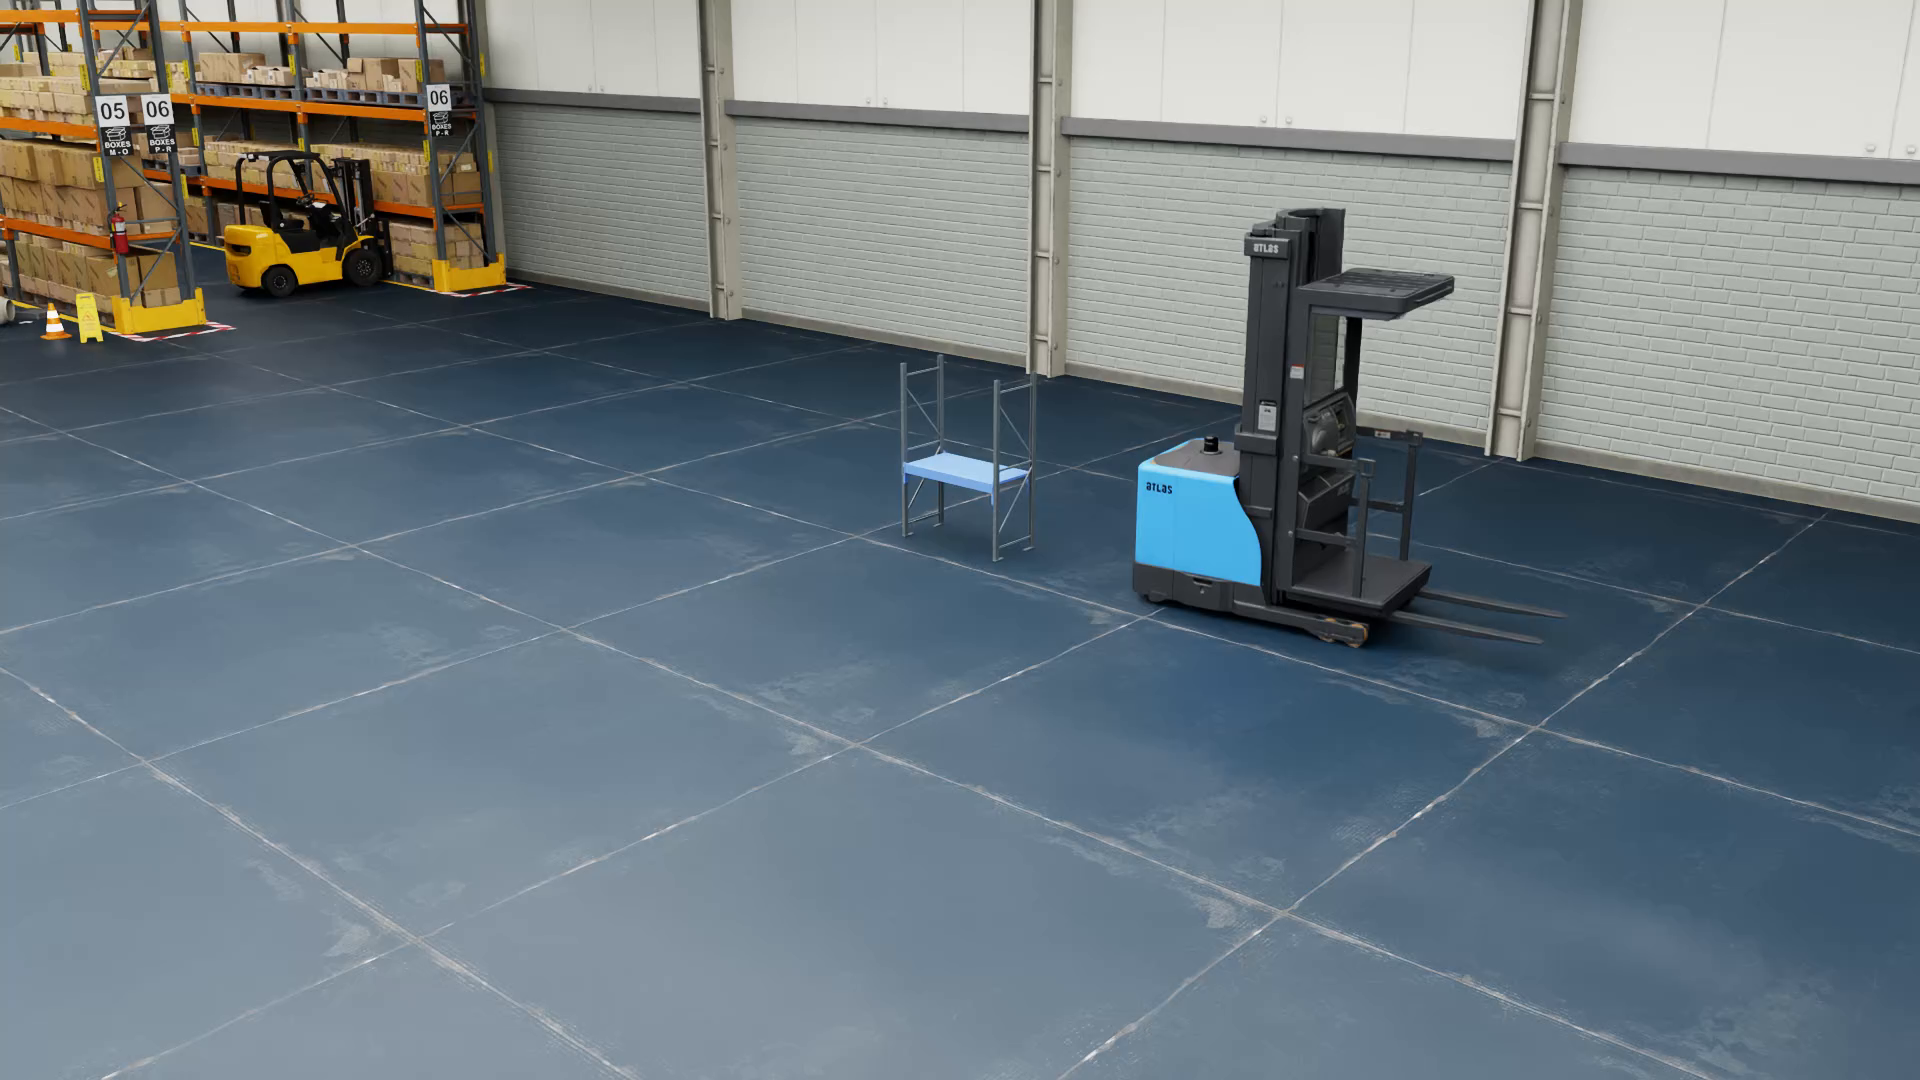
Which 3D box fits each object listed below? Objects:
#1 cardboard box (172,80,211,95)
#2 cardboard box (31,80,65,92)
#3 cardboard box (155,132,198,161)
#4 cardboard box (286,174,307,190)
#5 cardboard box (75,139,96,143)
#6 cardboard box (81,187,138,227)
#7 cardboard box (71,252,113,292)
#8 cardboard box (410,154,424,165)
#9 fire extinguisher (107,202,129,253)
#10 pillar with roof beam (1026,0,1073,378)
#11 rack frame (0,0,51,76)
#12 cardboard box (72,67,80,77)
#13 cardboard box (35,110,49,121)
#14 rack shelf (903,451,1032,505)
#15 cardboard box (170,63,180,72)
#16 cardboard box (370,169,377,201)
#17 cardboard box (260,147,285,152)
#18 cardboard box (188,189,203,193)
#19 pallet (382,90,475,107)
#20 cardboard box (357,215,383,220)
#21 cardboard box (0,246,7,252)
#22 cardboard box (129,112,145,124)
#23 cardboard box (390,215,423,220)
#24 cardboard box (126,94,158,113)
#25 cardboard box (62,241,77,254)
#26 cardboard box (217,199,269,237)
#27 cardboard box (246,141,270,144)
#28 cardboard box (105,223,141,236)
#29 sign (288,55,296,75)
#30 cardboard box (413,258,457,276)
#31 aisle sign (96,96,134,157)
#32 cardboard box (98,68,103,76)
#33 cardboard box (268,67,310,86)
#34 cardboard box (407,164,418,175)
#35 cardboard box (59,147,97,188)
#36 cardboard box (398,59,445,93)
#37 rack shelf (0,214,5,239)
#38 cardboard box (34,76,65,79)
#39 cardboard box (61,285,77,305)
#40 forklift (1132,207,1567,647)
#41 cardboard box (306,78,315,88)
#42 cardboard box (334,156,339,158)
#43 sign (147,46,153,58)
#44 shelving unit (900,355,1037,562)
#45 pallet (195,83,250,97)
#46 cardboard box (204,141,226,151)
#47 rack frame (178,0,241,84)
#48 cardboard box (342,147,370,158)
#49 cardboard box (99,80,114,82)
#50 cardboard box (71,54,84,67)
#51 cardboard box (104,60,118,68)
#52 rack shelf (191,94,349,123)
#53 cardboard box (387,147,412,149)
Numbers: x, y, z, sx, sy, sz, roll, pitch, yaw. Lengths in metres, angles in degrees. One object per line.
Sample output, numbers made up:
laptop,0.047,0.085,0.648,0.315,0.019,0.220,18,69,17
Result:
cardboard box,-14.516,-8.570,31.445,0.500,0.250,0.500,14,22,37
cardboard box,-12.898,-6.425,23.535,0.250,0.149,0.380,16,23,41
cardboard box,-15.315,-7.699,32.546,0.637,0.503,0.797,14,23,38
cardboard box,-11.530,-6.331,29.348,0.500,0.250,0.500,16,23,40
cardboard box,-18.254,-8.284,35.012,0.500,0.250,0.500,15,23,39
cardboard box,-11.868,-4.669,23.209,0.500,0.500,0.500,15,23,38
cardboard box,-12.444,-3.886,24.009,0.500,0.500,0.500,16,24,41
cardboard box,-8.600,-6.122,26.715,0.250,0.149,0.380,15,23,39
fire extinguisher,-11.500,-4.269,22.732,0.183,0.674,0.296,15,23,39
pillar with roof beam,-1.792,-5.377,16.177,0.400,9.000,9.100,15,23,39
rack frame,-14.271,-8.096,24.745,0.127,3.000,1.000,15,23,39
cardboard box,-17.886,-9.609,34.227,0.500,0.250,0.500,14,22,37
cardboard box,-12.910,-6.050,23.672,0.250,0.149,0.380,15,23,39
rack shelf,0.064,-0.526,13.885,1.000,0.185,0.538,15,23,39
cardboard box,-14.784,-8.974,31.568,0.250,0.149,0.380,14,22,37
cardboard box,-9.679,-5.952,27.741,0.500,0.500,0.500,15,23,40
cardboard box,-12.357,-6.985,29.925,0.250,0.149,0.380,15,23,40
cardboard box,-15.331,-6.968,33.474,0.250,0.149,0.380,14,22,37
pallet,-8.499,-7.092,26.688,1.213,0.211,1.003,15,23,39
cardboard box,-10.070,-5.356,28.228,0.500,0.250,0.500,16,24,41
cardboard box,-15.726,-4.572,27.208,0.625,0.372,0.950,16,24,41
cardboard box,-11.312,-5.883,23.147,0.250,0.149,0.380,15,23,39
cardboard box,-9.343,-5.369,28.270,0.500,0.250,0.500,14,23,38
cardboard box,-11.479,-6.094,23.154,0.500,0.250,0.500,15,23,38
cardboard box,-12.753,-4.254,24.097,0.250,0.149,0.380,16,24,42
cardboard box,-13.514,-6.103,31.615,0.625,0.625,0.875,16,24,41
cardboard box,-13.170,-7.407,31.256,0.250,0.149,0.380,15,23,39
cardboard box,-11.701,-4.340,23.244,0.250,0.149,0.380,16,24,41
sign,-11.332,-8.062,28.221,0.005,0.325,0.100,15,23,39
cardboard box,-8.549,-4.469,27.087,0.500,0.250,0.500,15,23,40
aisle sign,-11.426,-5.594,22.483,0.004,0.787,0.394,15,23,39
cardboard box,-17.003,-9.374,33.288,0.250,0.149,0.380,15,23,40
cardboard box,-11.682,-8.085,28.959,0.500,0.311,0.500,14,22,38
cardboard box,-8.644,-5.965,26.710,0.250,0.149,0.380,16,23,40
cardboard box,-12.180,-5.256,23.403,0.500,0.500,0.700,15,23,40
cardboard box,-8.480,-7.316,26.222,0.500,0.500,0.500,16,24,41
rack shelf,-15.767,-5.295,27.027,4.000,0.370,1.077,15,23,39
cardboard box,-13.644,-6.877,24.961,0.250,0.149,0.380,14,23,38
cardboard box,-12.840,-3.634,24.454,0.500,0.250,0.500,14,22,37
forklift,2.827,-0.823,11.859,3.031,2.935,1.130,11,21,31
cardboard box,-10.845,-7.759,28.199,0.250,0.149,0.380,16,23,40
cardboard box,-10.372,-6.429,28.174,0.250,0.149,0.380,16,23,40
sign,-16.597,-9.957,34.061,0.005,0.325,0.100,15,23,39
shelving unit,0.064,-0.698,13.831,1.048,1.500,0.538,15,23,39
pallet,-13.404,-8.387,30.933,1.003,0.211,1.213,16,24,42
cardboard box,-13.928,-7.389,31.199,0.250,0.149,0.380,16,24,41
rack frame,-13.971,-10.023,30.817,0.127,3.000,1.000,15,23,39
cardboard box,-10.149,-6.525,27.985,0.250,0.149,0.380,15,23,38
cardboard box,-12.142,-6.447,23.606,0.250,0.149,0.380,15,23,39
cardboard box,-17.885,-9.851,34.166,0.500,0.250,0.500,15,23,38
cardboard box,-16.784,-9.469,33.096,0.250,0.149,0.380,16,23,40
rack shelf,-12.475,-7.848,30.114,4.000,0.370,1.077,15,23,39
cardboard box,-9.435,-6.541,28.033,0.250,0.149,0.380,16,24,41
